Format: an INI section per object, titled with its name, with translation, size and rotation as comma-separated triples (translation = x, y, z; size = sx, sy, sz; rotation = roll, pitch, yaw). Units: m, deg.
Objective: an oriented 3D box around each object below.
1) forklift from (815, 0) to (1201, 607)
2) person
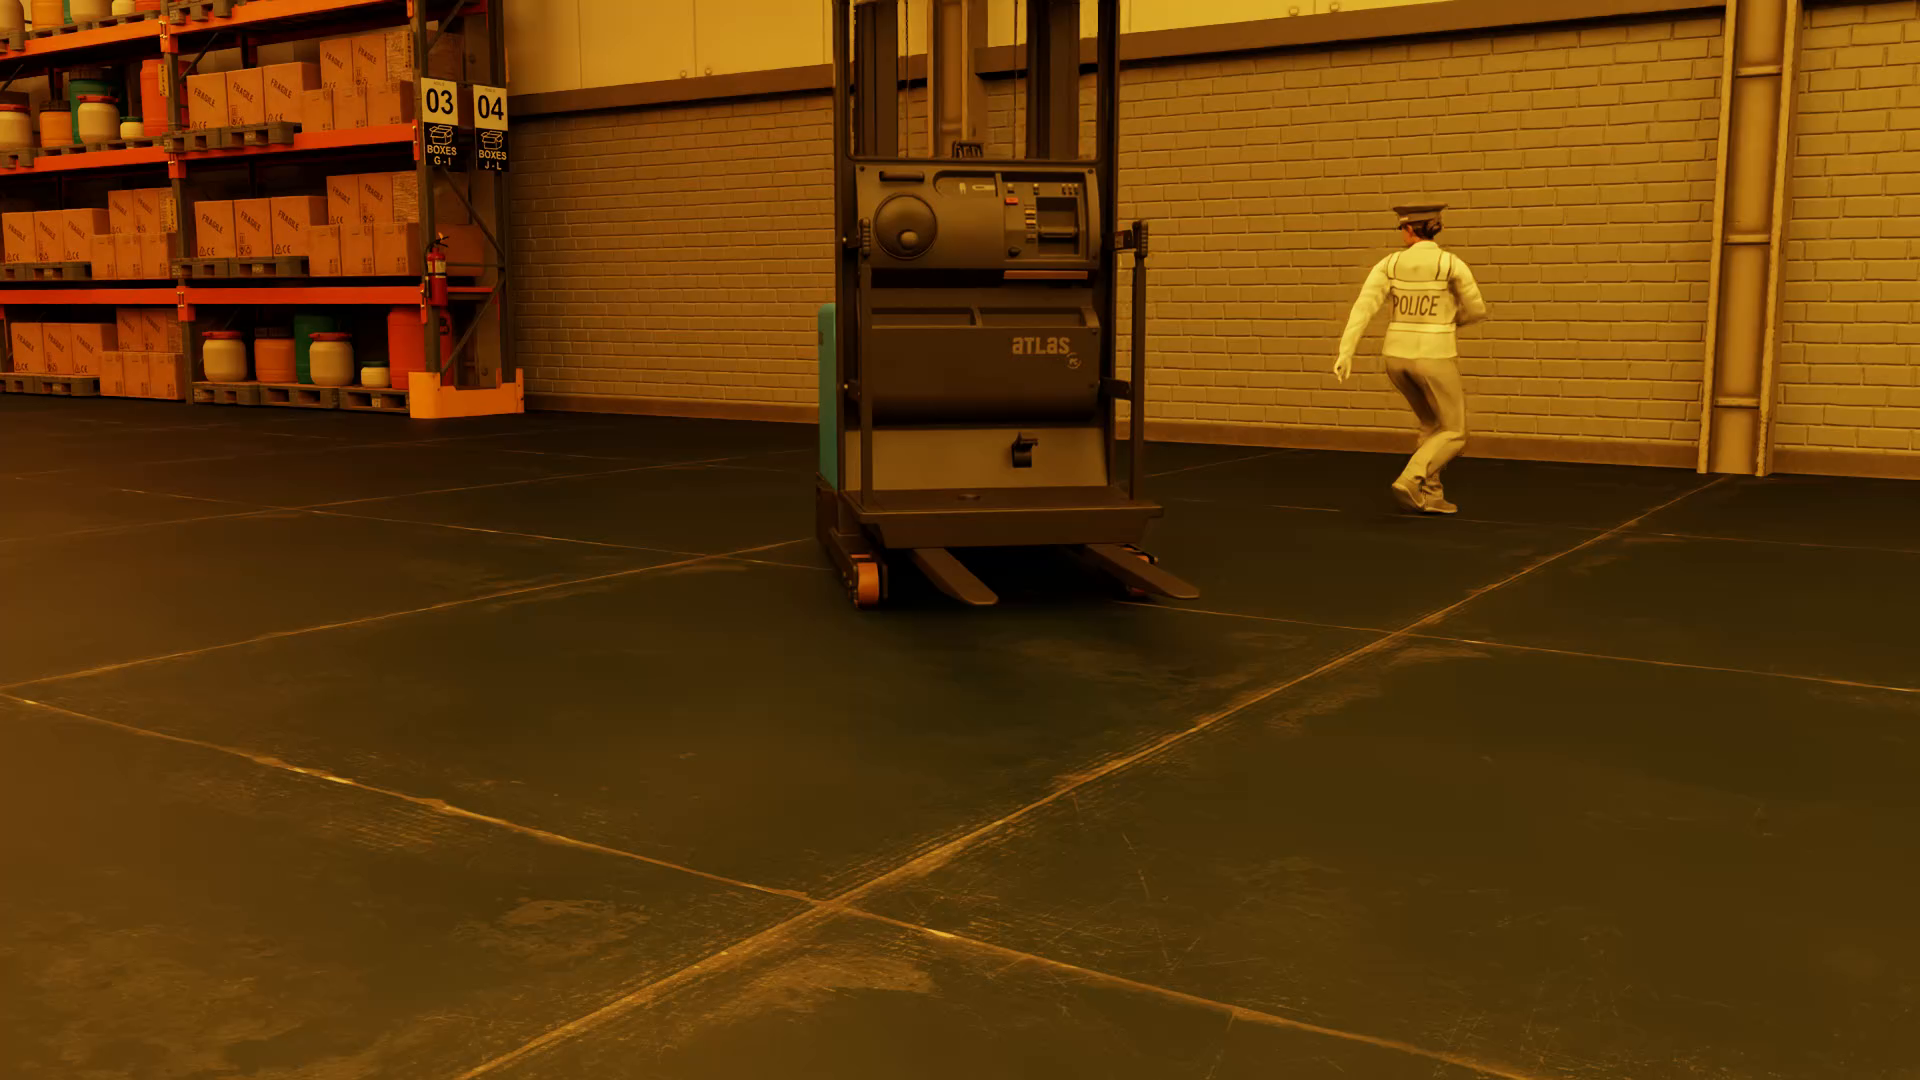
[forklift]
translation = 0.110, -1.266, 6.095
size = 1.130, 2.935, 3.031
rotation = -1, 8, -10
[person]
translation = 2.307, -0.904, 8.377
size = 0.710, 1.597, 0.559
rotation = -6, 10, -37
